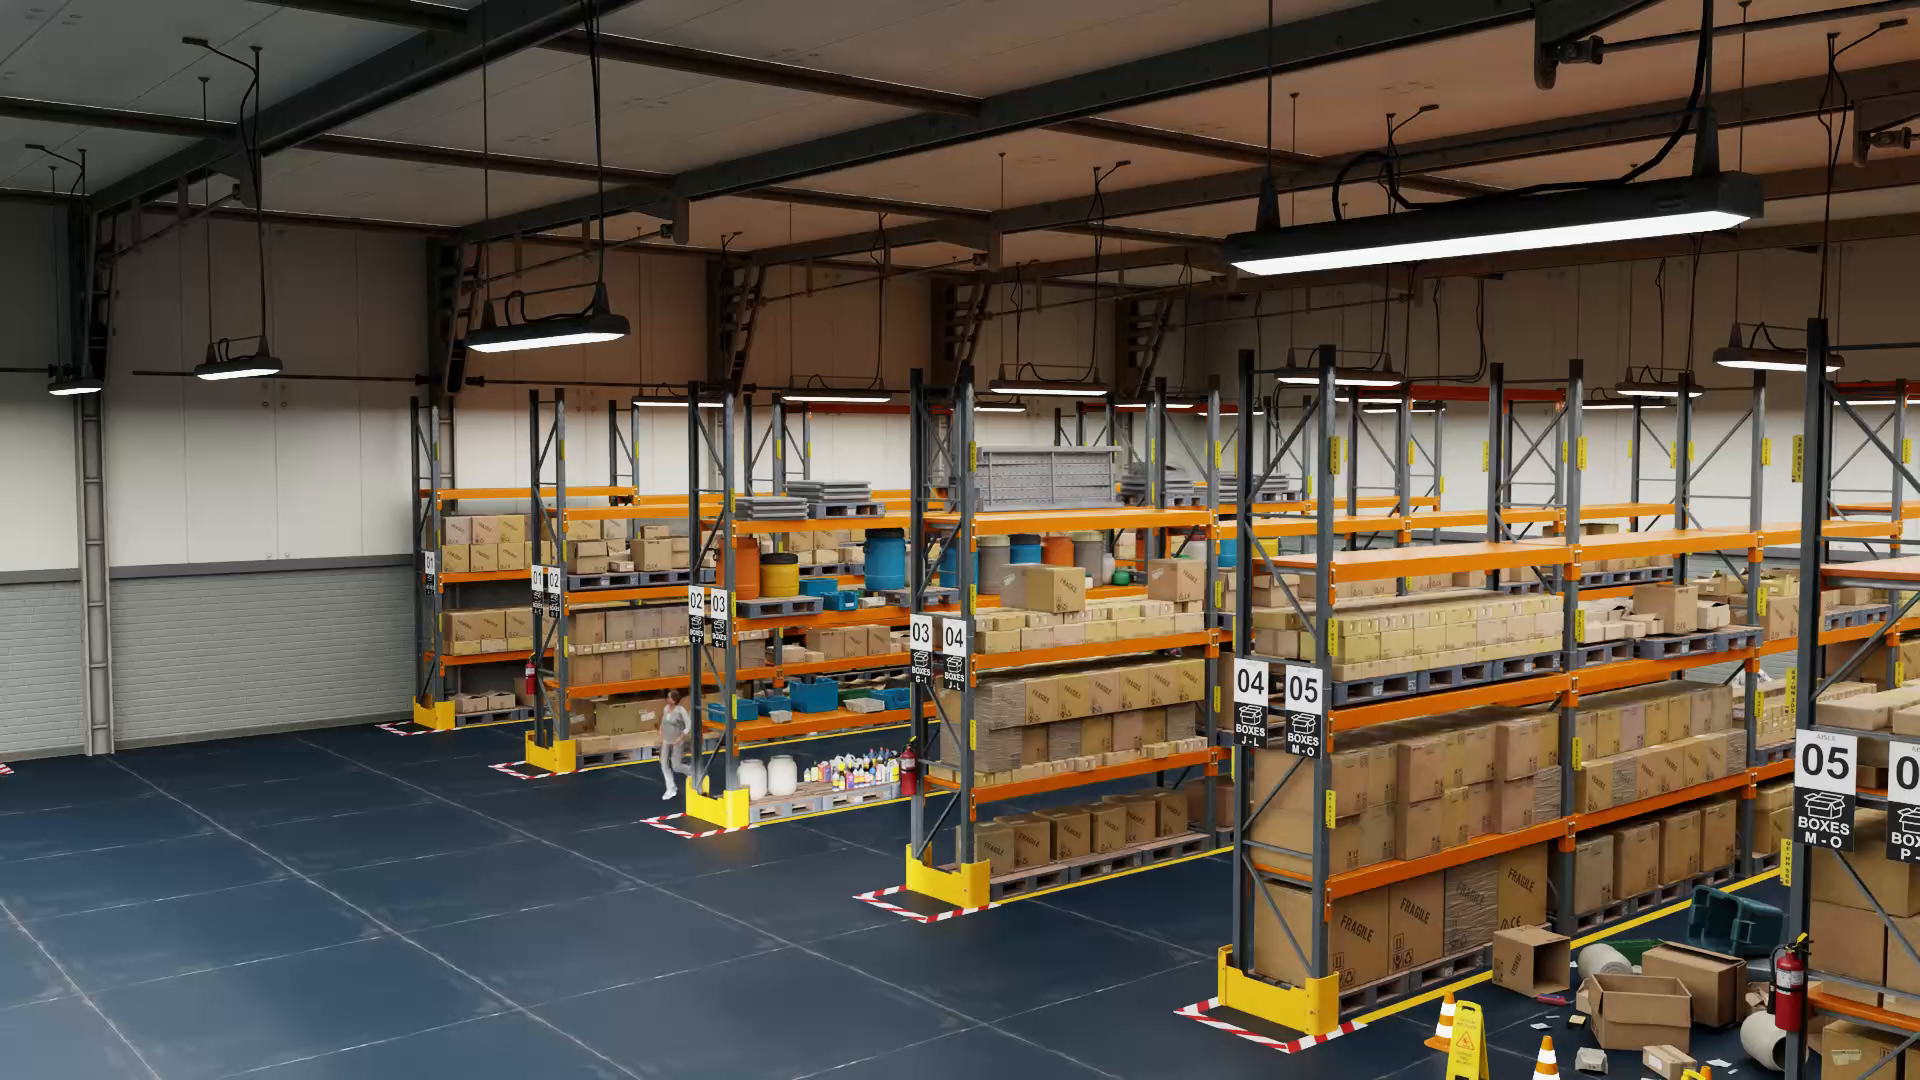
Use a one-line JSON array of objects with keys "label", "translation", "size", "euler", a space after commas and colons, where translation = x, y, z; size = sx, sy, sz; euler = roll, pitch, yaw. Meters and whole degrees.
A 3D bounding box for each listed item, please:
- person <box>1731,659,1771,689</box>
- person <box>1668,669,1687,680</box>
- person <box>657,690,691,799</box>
[{"label": "person", "translation": [13.181, 2.717, 27.652], "size": [0.684, 1.708, 0.751], "euler": [2, 4, 28]}, {"label": "person", "translation": [12.831, 2.531, 29.952], "size": [0.665, 1.748, 0.529], "euler": [-2, 4, -27]}, {"label": "person", "translation": [-4.128, 3.003, 24.251], "size": [0.573, 1.471, 0.641], "euler": [2, 4, 27]}]
